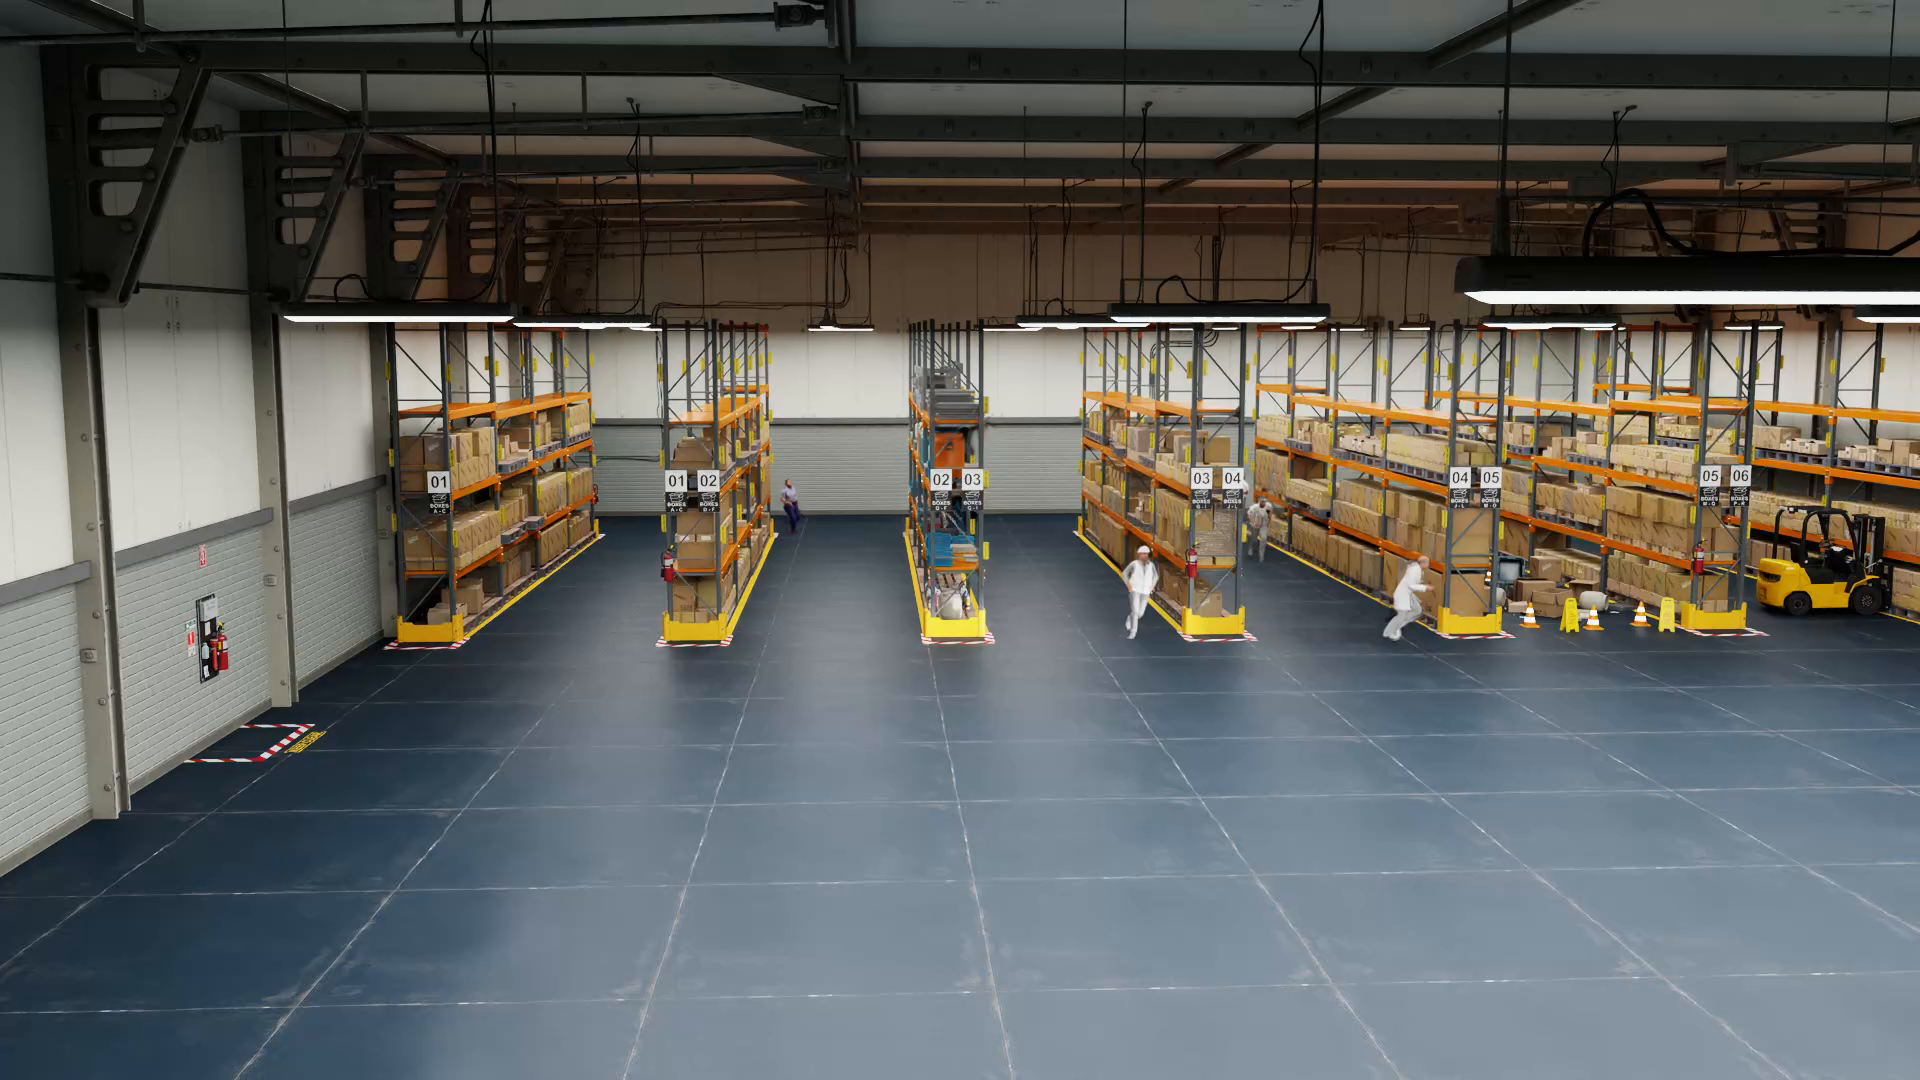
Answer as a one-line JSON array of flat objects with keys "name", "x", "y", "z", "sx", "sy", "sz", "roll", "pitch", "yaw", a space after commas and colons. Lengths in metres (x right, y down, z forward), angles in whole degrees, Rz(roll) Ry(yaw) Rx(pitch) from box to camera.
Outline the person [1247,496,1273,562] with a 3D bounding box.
[{"name": "person", "x": 7.595, "y": -0.311, "z": 42.384, "sx": 0.702, "sy": 1.719, "sz": 1.023, "roll": -1, "pitch": 7, "yaw": -11}]

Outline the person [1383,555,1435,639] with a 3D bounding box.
[{"name": "person", "x": 8.450, "y": 1.150, "z": 31.226, "sx": 0.969, "sy": 1.449, "sz": 0.742, "roll": 4, "pitch": 8, "yaw": 29}]

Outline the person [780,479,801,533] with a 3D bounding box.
[{"name": "person", "x": -4.870, "y": -0.973, "z": 47.933, "sx": 0.593, "sy": 1.562, "sz": 0.500, "roll": -6, "pitch": 9, "yaw": -39}]

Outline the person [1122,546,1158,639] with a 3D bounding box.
[{"name": "person", "x": 3.433, "y": 0.966, "z": 31.692, "sx": 0.713, "sy": 1.733, "sz": 0.758, "roll": -2, "pitch": 7, "yaw": -12}]

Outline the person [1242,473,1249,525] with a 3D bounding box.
[{"name": "person", "x": 8.316, "y": -1.151, "z": 49.103, "sx": 0.583, "sy": 1.749, "sz": 0.781, "roll": 7, "pitch": 10, "yaw": 44}]
